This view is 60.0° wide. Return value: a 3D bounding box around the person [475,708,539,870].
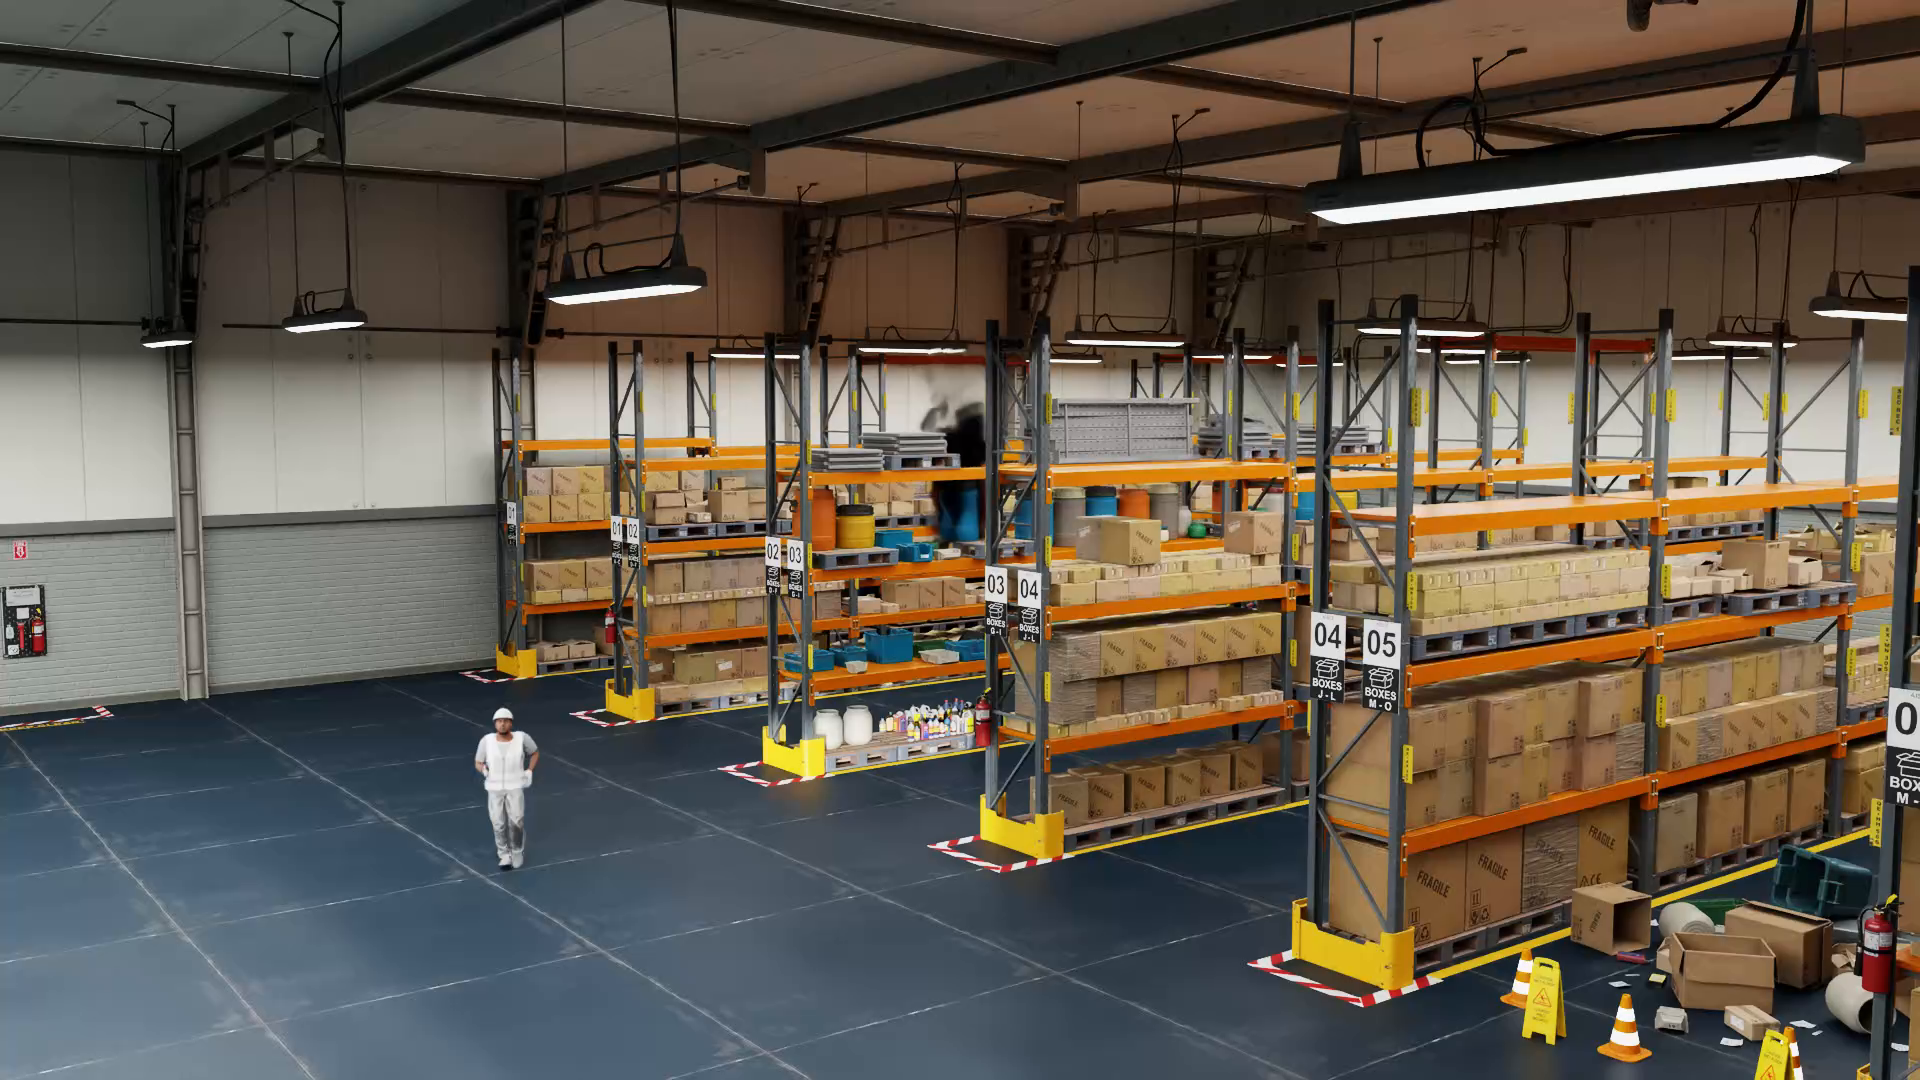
[{"bbox_3d":[-4.903,2.707,17.961,0.662,1.767,0.633,-1,5,-9],"label":"person"}]
